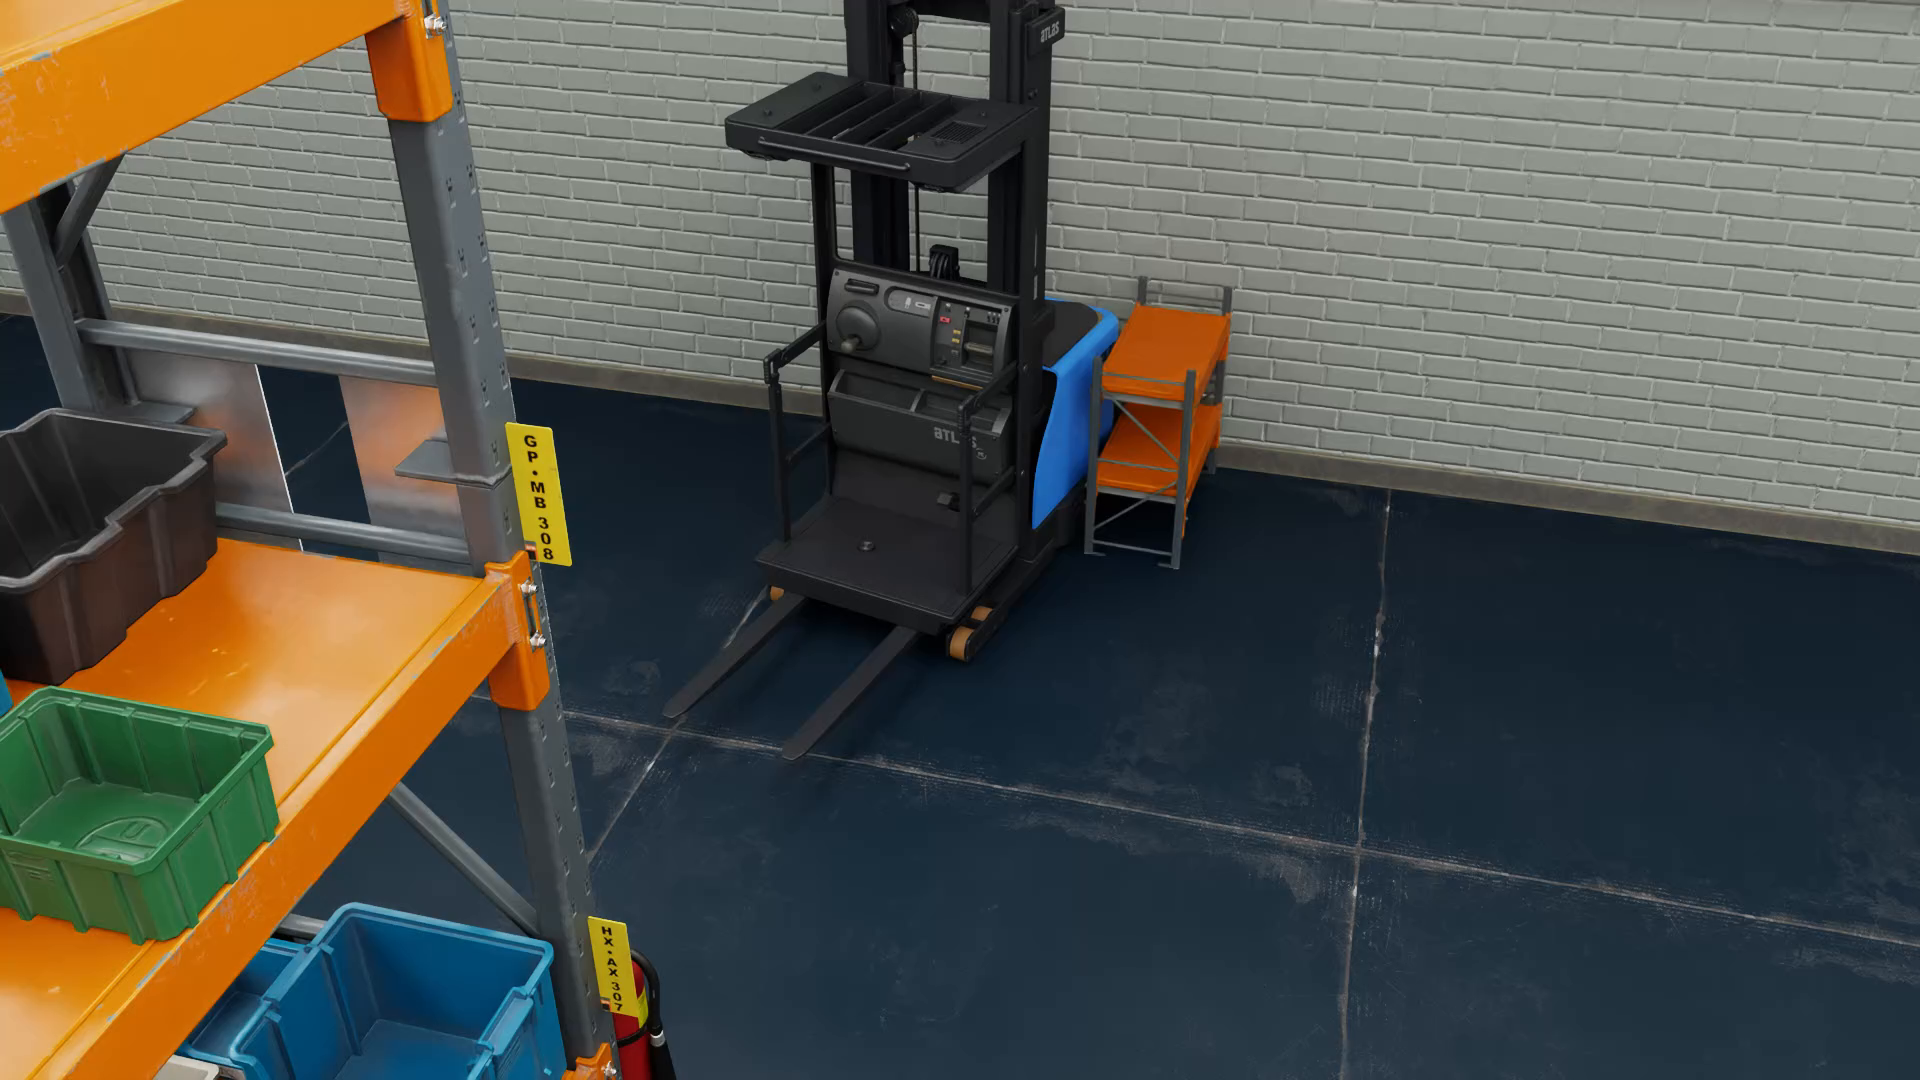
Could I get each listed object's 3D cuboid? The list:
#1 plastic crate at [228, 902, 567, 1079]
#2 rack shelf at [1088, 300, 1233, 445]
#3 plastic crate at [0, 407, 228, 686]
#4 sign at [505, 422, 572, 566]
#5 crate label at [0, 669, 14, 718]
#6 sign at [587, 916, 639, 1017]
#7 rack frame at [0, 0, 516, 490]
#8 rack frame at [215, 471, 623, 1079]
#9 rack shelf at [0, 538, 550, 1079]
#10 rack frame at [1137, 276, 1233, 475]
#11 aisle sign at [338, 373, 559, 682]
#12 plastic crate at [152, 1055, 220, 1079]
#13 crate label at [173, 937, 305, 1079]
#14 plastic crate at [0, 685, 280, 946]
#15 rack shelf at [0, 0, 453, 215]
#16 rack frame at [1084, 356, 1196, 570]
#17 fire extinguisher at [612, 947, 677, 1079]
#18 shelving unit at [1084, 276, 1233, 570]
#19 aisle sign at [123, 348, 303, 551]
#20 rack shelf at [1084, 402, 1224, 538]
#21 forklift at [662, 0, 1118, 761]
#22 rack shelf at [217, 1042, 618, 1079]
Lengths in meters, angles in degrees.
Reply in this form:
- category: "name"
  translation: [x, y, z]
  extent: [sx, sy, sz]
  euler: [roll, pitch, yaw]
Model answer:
- category: "plastic crate"
  translation: [-1.300, 1.224, 3.940]
  extent: [0.616, 0.435, 0.499]
  euler: [8, 33, 12]
- category: "rack shelf"
  translation: [1.039, -0.875, 8.533]
  extent: [0.538, 0.278, 1.000]
  euler: [10, 34, 15]
- category: "plastic crate"
  translation: [-1.763, 0.016, 3.255]
  extent: [0.497, 0.269, 0.590]
  euler: [8, 33, 12]
- category: "sign"
  translation: [-0.860, -0.090, 3.398]
  extent: [0.100, 0.325, 0.005]
  euler: [8, 33, 12]
- category: "crate label"
  translation: [-1.943, 0.297, 2.830]
  extent: [0.408, 0.251, 0.502]
  euler: [8, 33, 12]
- category: "sign"
  translation: [-0.860, 1.063, 4.131]
  extent: [0.100, 0.325, 0.005]
  euler: [8, 33, 12]
- category: "rack frame"
  translation: [-1.396, -1.467, 2.669]
  extent: [1.000, 3.000, 0.127]
  euler: [8, 33, 12]
- category: "rack frame"
  translation: [-1.396, 1.065, 4.279]
  extent: [1.000, 3.000, 0.127]
  euler: [8, 33, 12]
- category: "rack shelf"
  translation: [-1.904, 1.140, 2.035]
  extent: [1.077, 0.370, 4.000]
  euler: [8, 33, 12]
- category: "rack frame"
  translation: [1.194, -0.888, 9.099]
  extent: [0.500, 1.125, 0.032]
  euler: [10, 34, 15]
- category: "aisle sign"
  translation: [-1.094, -0.030, 3.578]
  extent: [0.394, 0.787, 0.004]
  euler: [8, 33, 12]
- category: "plastic crate"
  translation: [-1.939, 1.389, 3.958]
  extent: [0.250, 0.136, 0.298]
  euler: [8, 33, 12]
- category: "crate label"
  translation: [-1.777, 1.194, 4.177]
  extent: [0.416, 0.233, 0.303]
  euler: [8, 33, 12]
- category: "plastic crate"
  translation: [-1.370, 0.439, 2.665]
  extent: [0.450, 0.188, 0.336]
  euler: [8, 33, 12]
- category: "rack shelf"
  translation: [-1.904, 0.043, 1.337]
  extent: [1.077, 0.370, 4.000]
  euler: [8, 33, 12]
- category: "rack frame"
  translation: [0.885, -0.368, 8.281]
  extent: [0.500, 1.125, 0.032]
  euler: [10, 34, 15]
- category: "fire extinguisher"
  translation: [-0.918, 1.239, 4.426]
  extent: [0.296, 0.674, 0.183]
  euler: [8, 33, 12]
- category: "shelving unit"
  translation: [1.039, -0.628, 8.690]
  extent: [0.538, 1.125, 1.048]
  euler: [10, 34, 15]
- category: "aisle sign"
  translation: [-1.665, -0.110, 3.704]
  extent: [0.394, 0.787, 0.004]
  euler: [8, 33, 12]
- category: "rack shelf"
  translation: [1.039, -0.422, 8.821]
  extent: [0.538, 0.278, 1.000]
  euler: [10, 34, 15]
- category: "forklift"
  translation: [-0.291, -0.937, 7.492]
  extent: [1.130, 2.935, 3.031]
  euler: [16, 36, 23]
- category: "rack shelf"
  translation: [-1.904, 2.406, 2.839]
  extent: [1.077, 0.370, 4.000]
  euler: [8, 33, 12]
